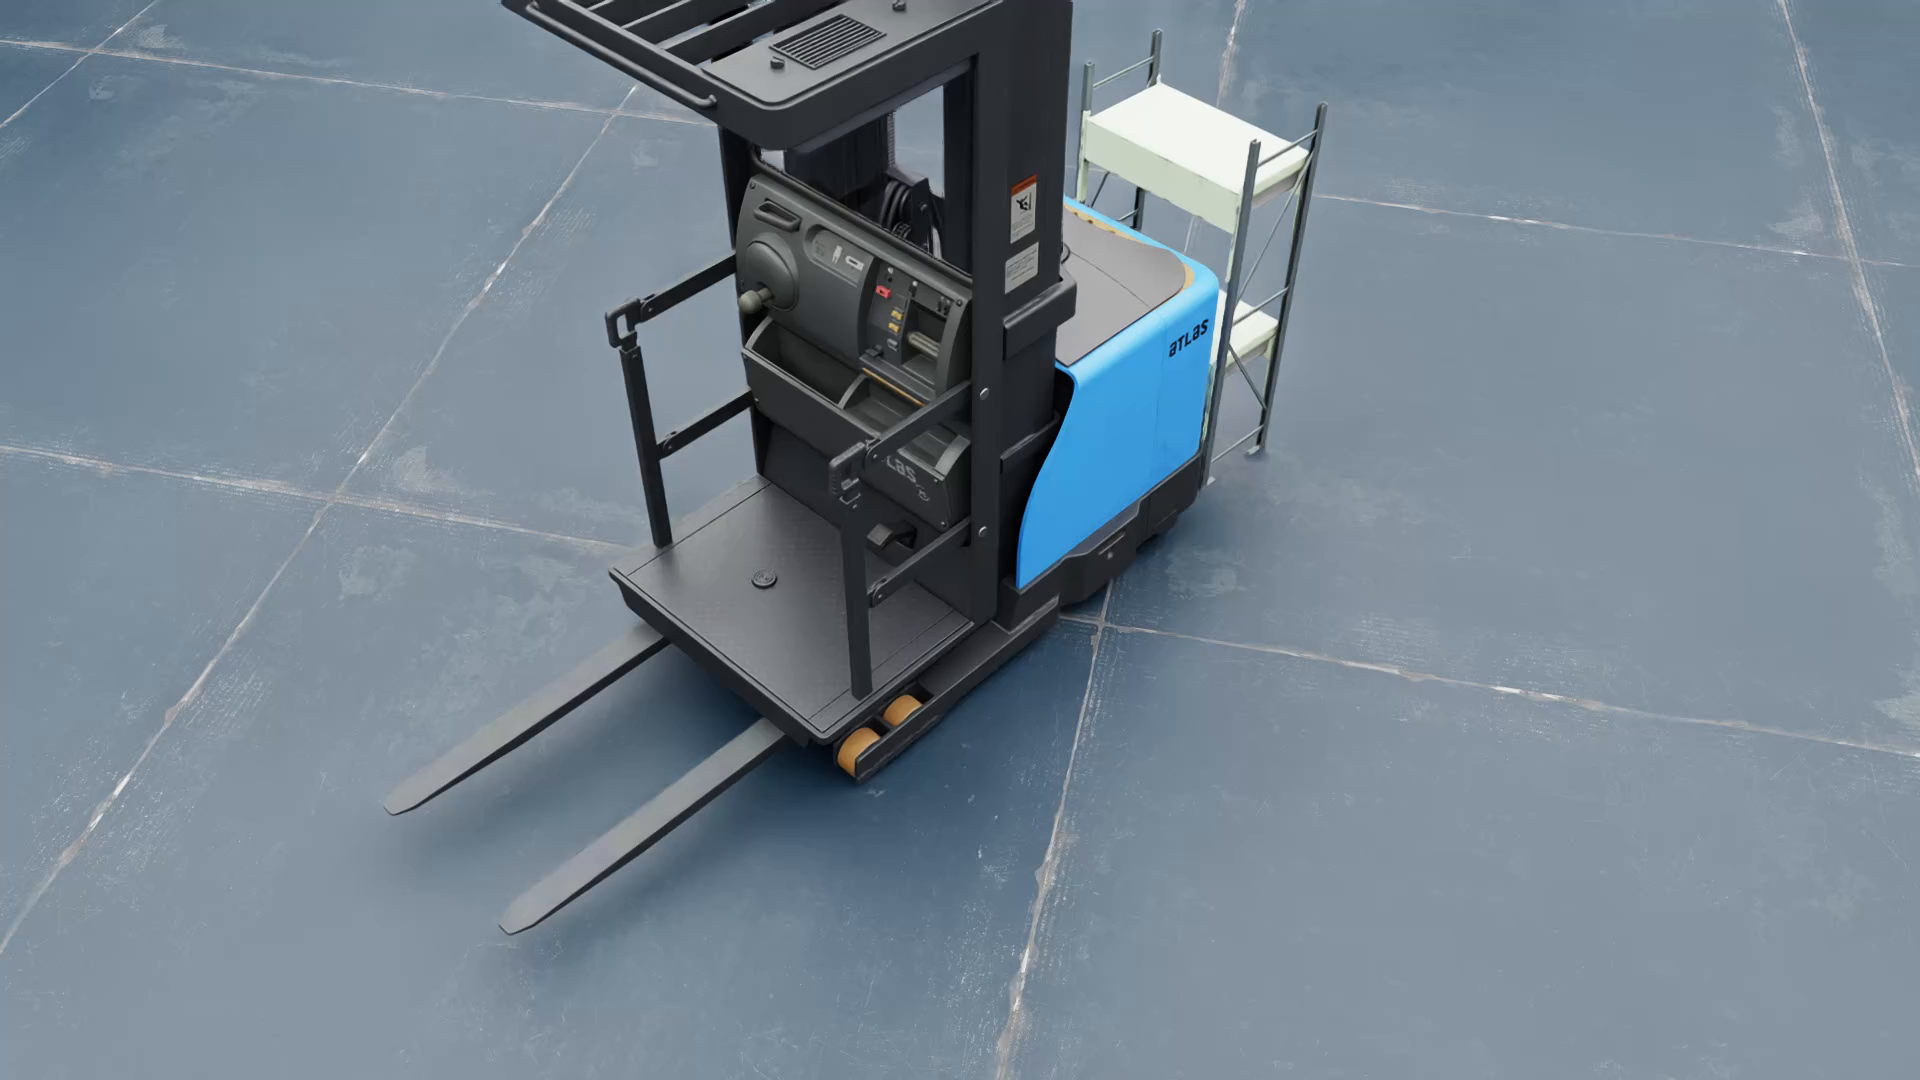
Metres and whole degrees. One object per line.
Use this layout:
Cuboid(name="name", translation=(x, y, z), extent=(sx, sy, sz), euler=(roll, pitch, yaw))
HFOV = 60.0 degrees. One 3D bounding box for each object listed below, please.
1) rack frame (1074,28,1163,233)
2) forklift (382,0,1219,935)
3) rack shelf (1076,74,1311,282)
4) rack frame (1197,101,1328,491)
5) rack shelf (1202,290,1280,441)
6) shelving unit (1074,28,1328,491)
Cuboid(name="rack frame", translation=(0.569, -1.200, 6.407), extent=(0.400, 1.500, 0.023), euler=(-33, 53, -31))
Cuboid(name="forklift", translation=(-0.482, -0.683, 4.846), extent=(1.130, 2.935, 3.031), euler=(34, 53, 30))
Cuboid(name="rack shelf", translation=(0.832, -1.305, 5.953), extent=(0.431, 0.370, 0.720), euler=(-33, 53, -31))
Cuboid(name="rack frame", translation=(1.081, -0.838, 6.031), extent=(0.400, 1.500, 0.023), euler=(-33, 53, -31))
Cuboid(name="rack shelf", translation=(0.819, -0.780, 6.440), extent=(0.431, 0.370, 0.720), euler=(-33, 53, -31))
Cuboid(name="shelving unit", translation=(0.825, -1.019, 6.219), extent=(0.431, 1.500, 0.755), euler=(-33, 53, -31))
